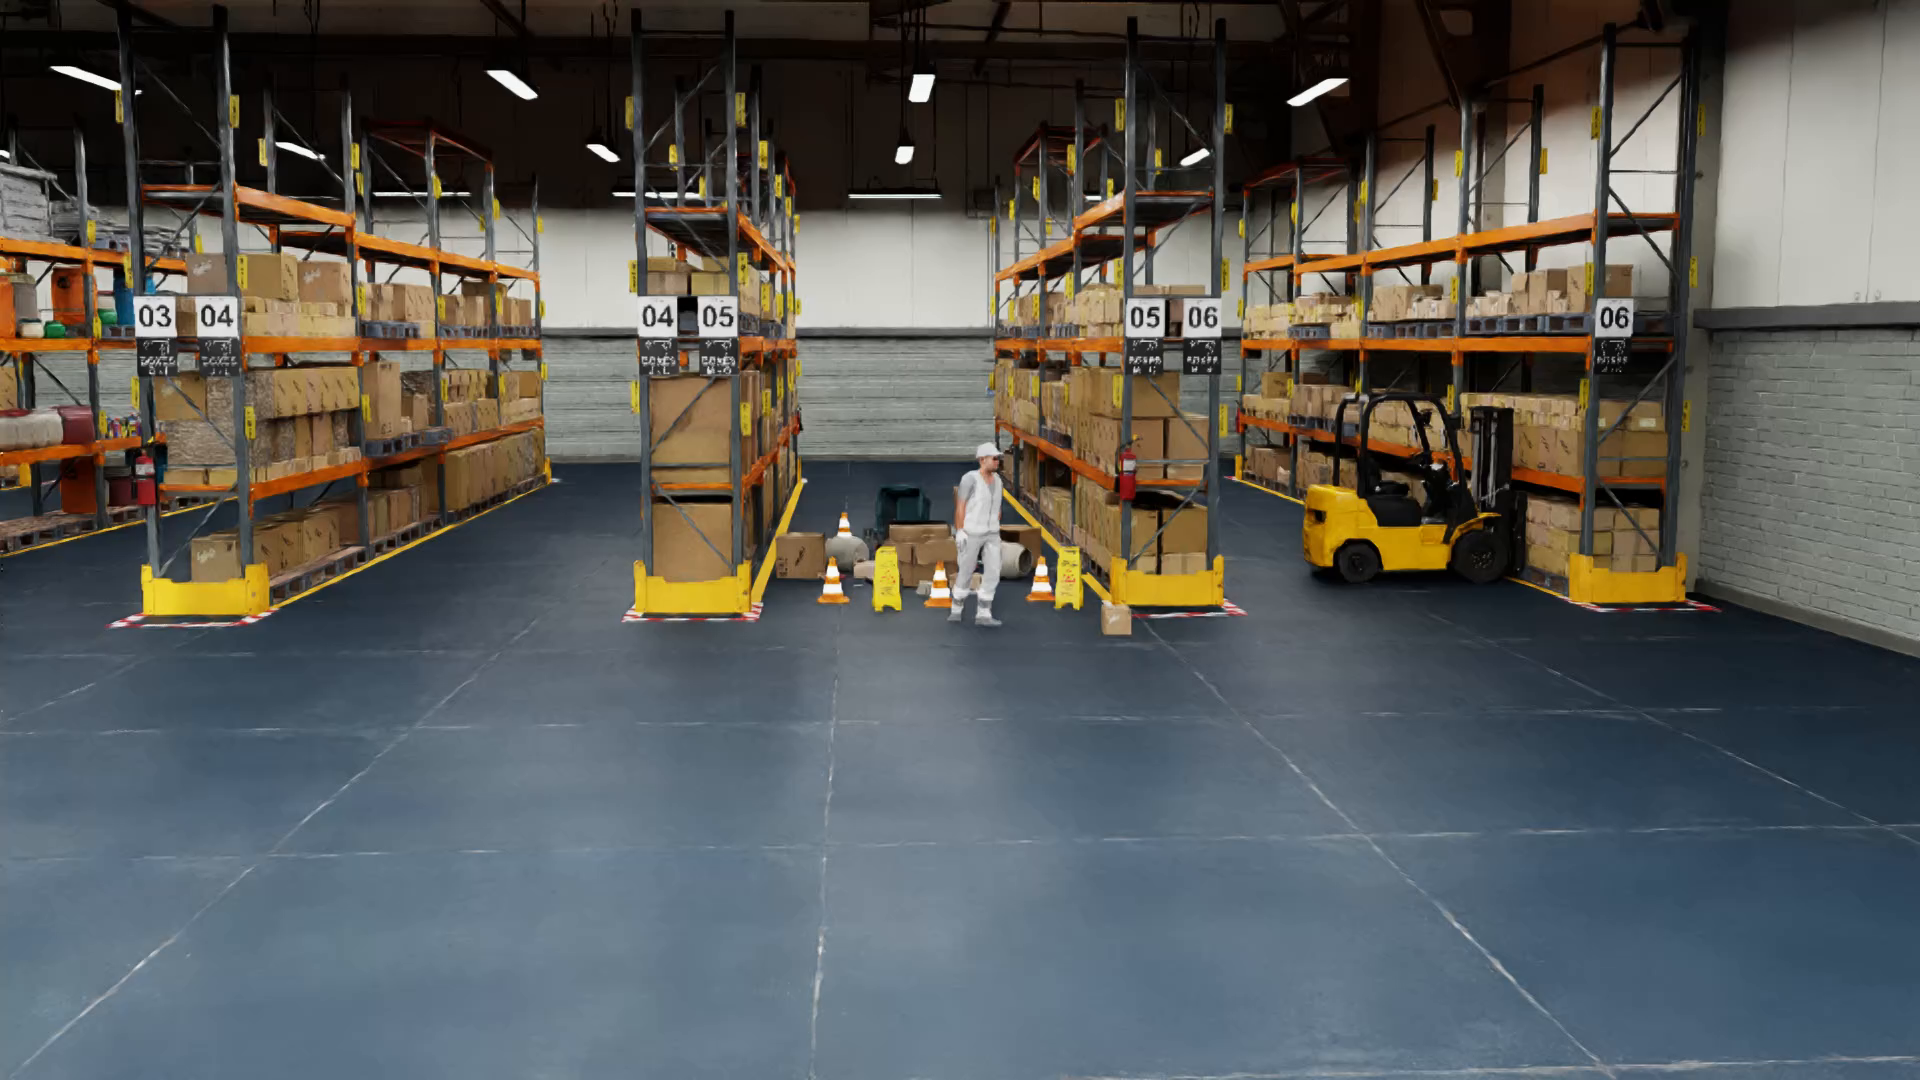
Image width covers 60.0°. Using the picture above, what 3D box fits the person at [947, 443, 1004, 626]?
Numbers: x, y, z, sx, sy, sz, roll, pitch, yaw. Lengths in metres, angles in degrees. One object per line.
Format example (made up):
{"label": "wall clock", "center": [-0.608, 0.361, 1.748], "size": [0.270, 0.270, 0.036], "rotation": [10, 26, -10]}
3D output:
{"label": "person", "center": [0.163, -0.061, 16.173], "size": [0.580, 1.777, 0.562], "rotation": [-5, 8, -36]}
